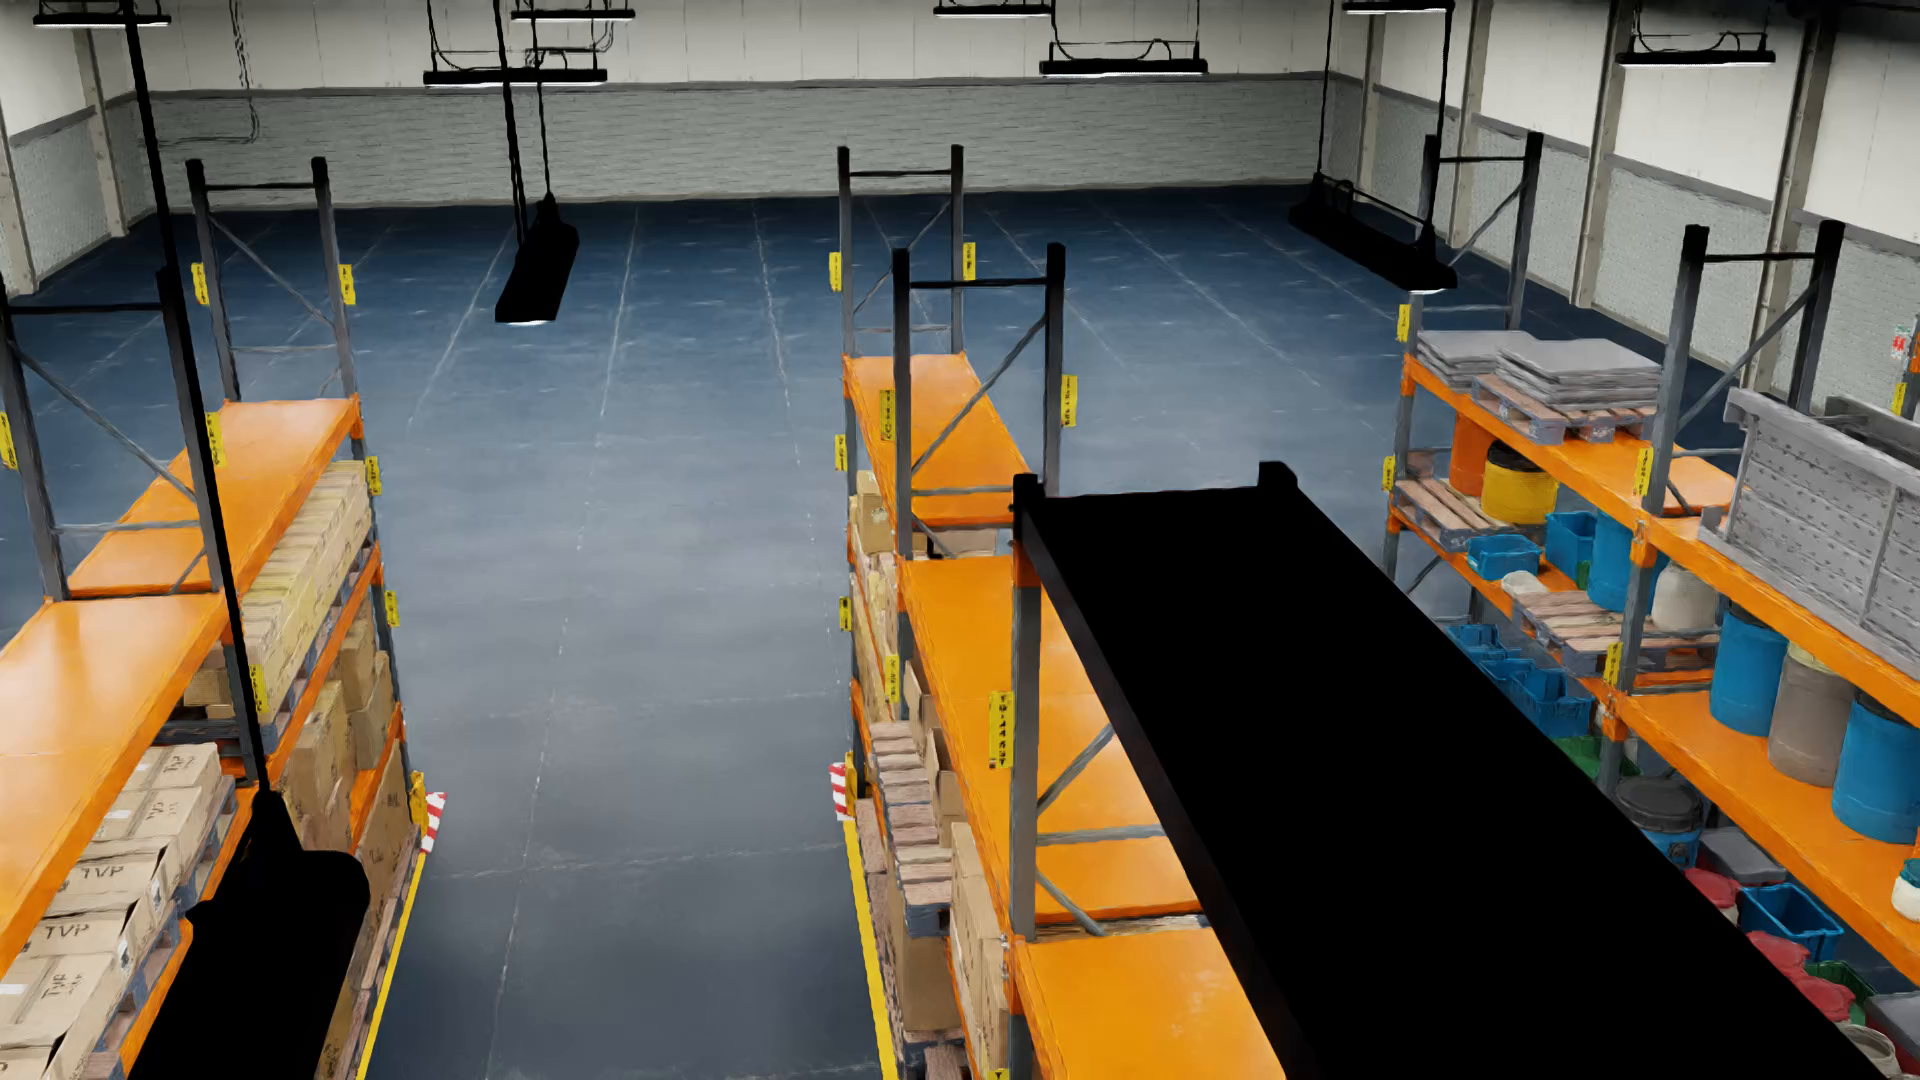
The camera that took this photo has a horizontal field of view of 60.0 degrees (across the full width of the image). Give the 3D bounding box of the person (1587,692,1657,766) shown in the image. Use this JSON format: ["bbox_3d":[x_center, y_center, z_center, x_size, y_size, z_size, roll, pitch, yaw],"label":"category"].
[{"bbox_3d":[5.986,1.647,15.170,0.713,1.697,0.856,-1,22,-3],"label":"person"}]
